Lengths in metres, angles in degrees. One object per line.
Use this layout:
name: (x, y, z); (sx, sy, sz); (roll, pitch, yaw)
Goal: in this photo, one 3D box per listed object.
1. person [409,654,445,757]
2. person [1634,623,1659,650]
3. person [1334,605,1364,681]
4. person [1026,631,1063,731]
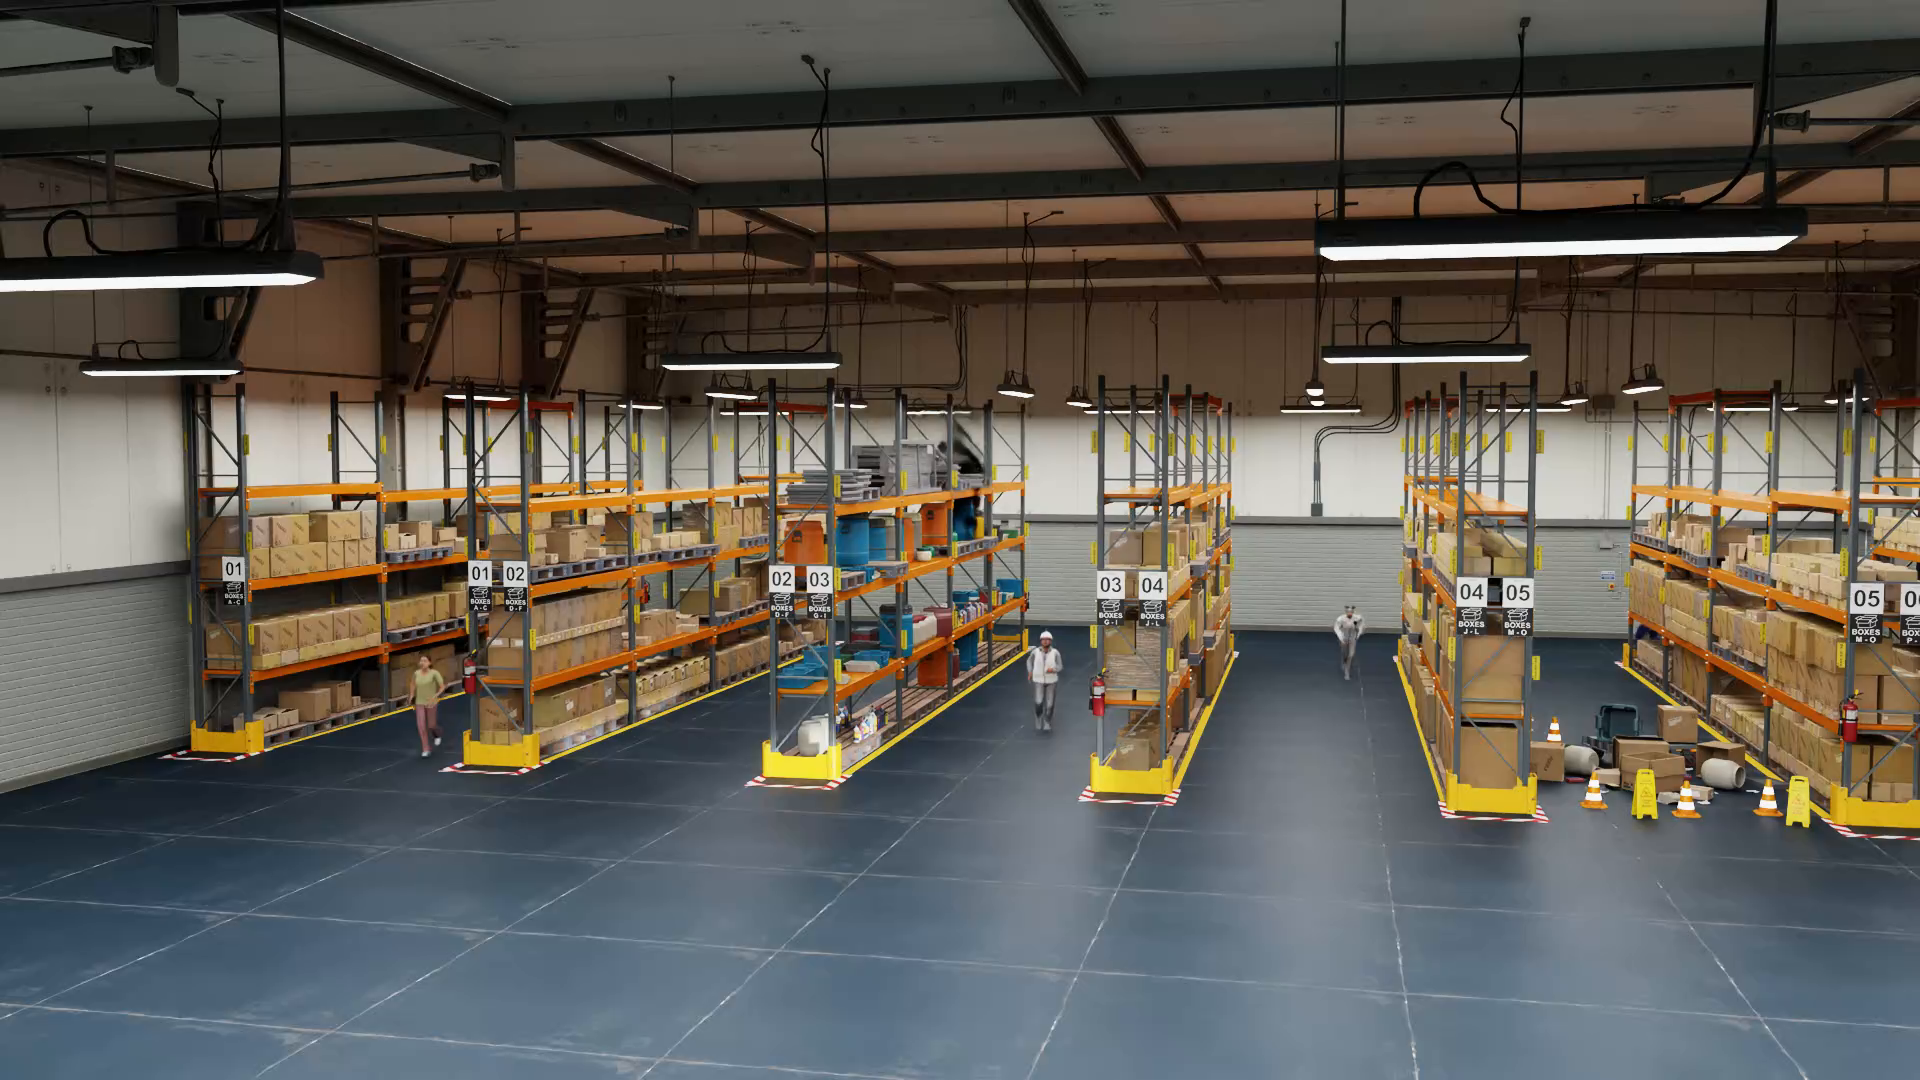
person: (-8.579, 2.641, 26.809); (0.612, 1.640, 0.771); (0, 3, 4)
person: (15.971, 1.975, 38.744); (0.644, 1.611, 0.880); (-2, 4, -36)
person: (8.354, 2.177, 35.777); (0.636, 1.632, 0.924); (0, 3, 4)
person: (1.472, 2.463, 28.928); (0.639, 1.736, 0.651); (0, 3, 3)
